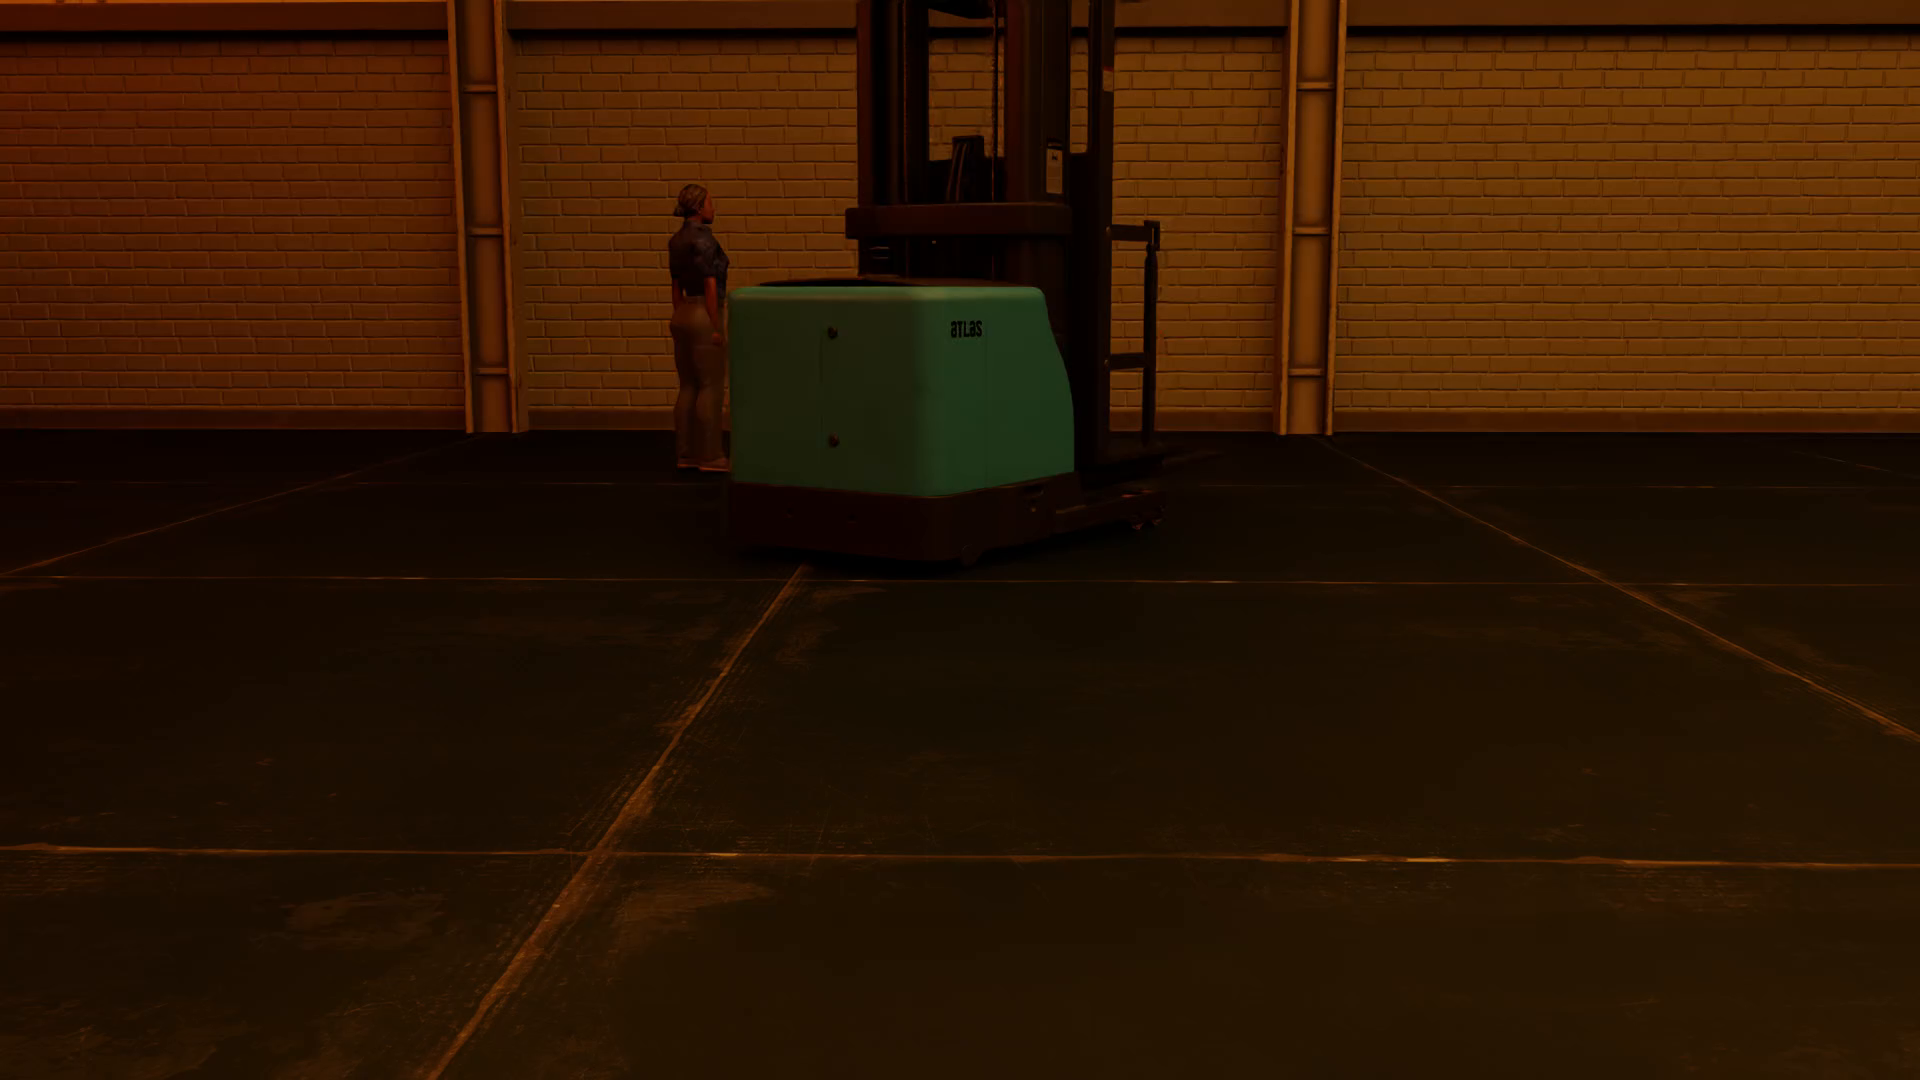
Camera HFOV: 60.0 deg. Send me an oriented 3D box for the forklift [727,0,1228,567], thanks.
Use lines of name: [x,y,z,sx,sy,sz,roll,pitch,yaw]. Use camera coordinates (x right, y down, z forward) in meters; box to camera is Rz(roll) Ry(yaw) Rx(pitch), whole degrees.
forklift: [0.294,-1.526,7.410,1.130,2.935,3.031,6,10,33]

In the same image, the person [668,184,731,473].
person: [-1.496,-1.231,9.710,0.340,1.660,0.453,-7,11,-38]
